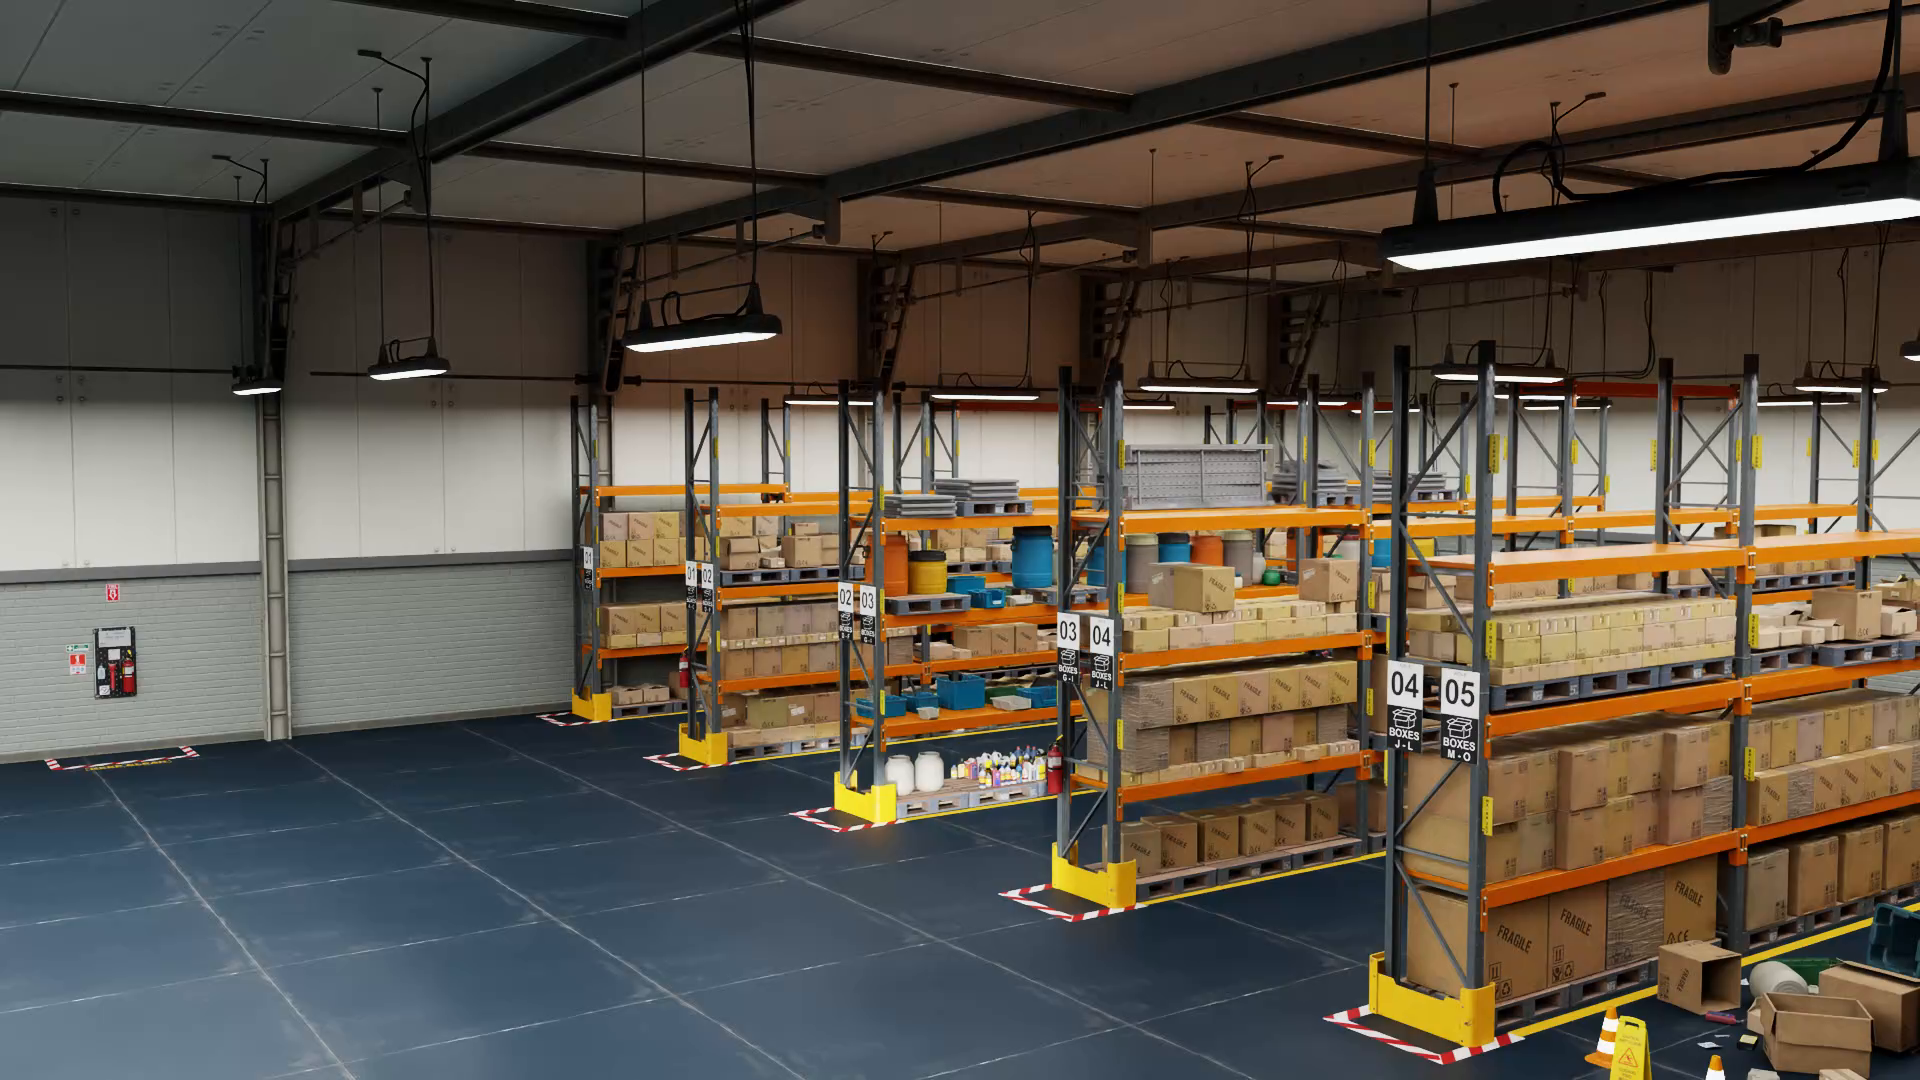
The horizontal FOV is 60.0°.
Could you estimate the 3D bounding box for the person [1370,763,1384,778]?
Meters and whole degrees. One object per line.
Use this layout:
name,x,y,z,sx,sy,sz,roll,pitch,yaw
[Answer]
person,5.960,2.888,24.045,0.468,1.703,0.495,1,4,19
